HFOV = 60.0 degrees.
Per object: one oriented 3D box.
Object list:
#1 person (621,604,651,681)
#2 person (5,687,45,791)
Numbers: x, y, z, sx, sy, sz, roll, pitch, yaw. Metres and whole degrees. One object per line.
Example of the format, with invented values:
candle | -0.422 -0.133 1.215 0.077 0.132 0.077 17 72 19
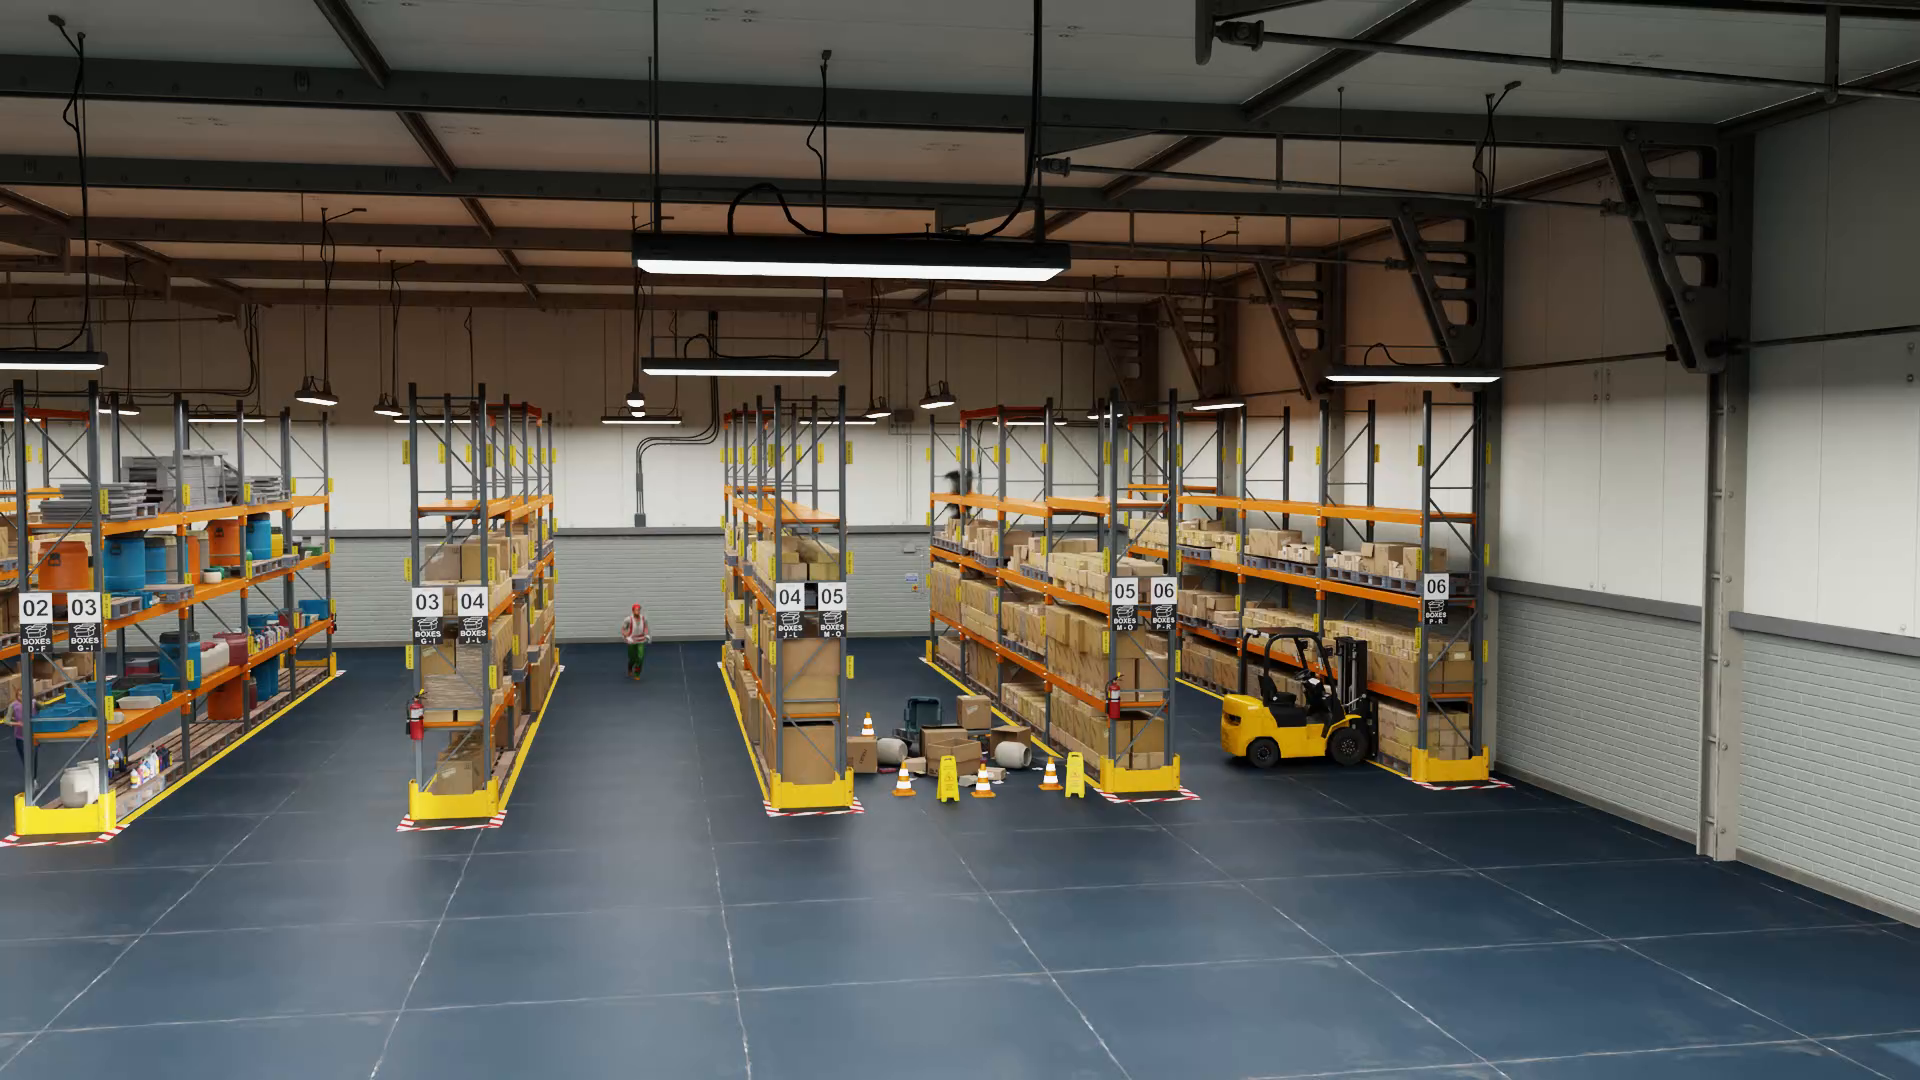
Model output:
person | -7.235 2.274 37.027 0.653 1.733 0.715 -1 3 -23
person | -14.035 2.959 25.023 0.533 1.561 0.904 -1 3 -22
